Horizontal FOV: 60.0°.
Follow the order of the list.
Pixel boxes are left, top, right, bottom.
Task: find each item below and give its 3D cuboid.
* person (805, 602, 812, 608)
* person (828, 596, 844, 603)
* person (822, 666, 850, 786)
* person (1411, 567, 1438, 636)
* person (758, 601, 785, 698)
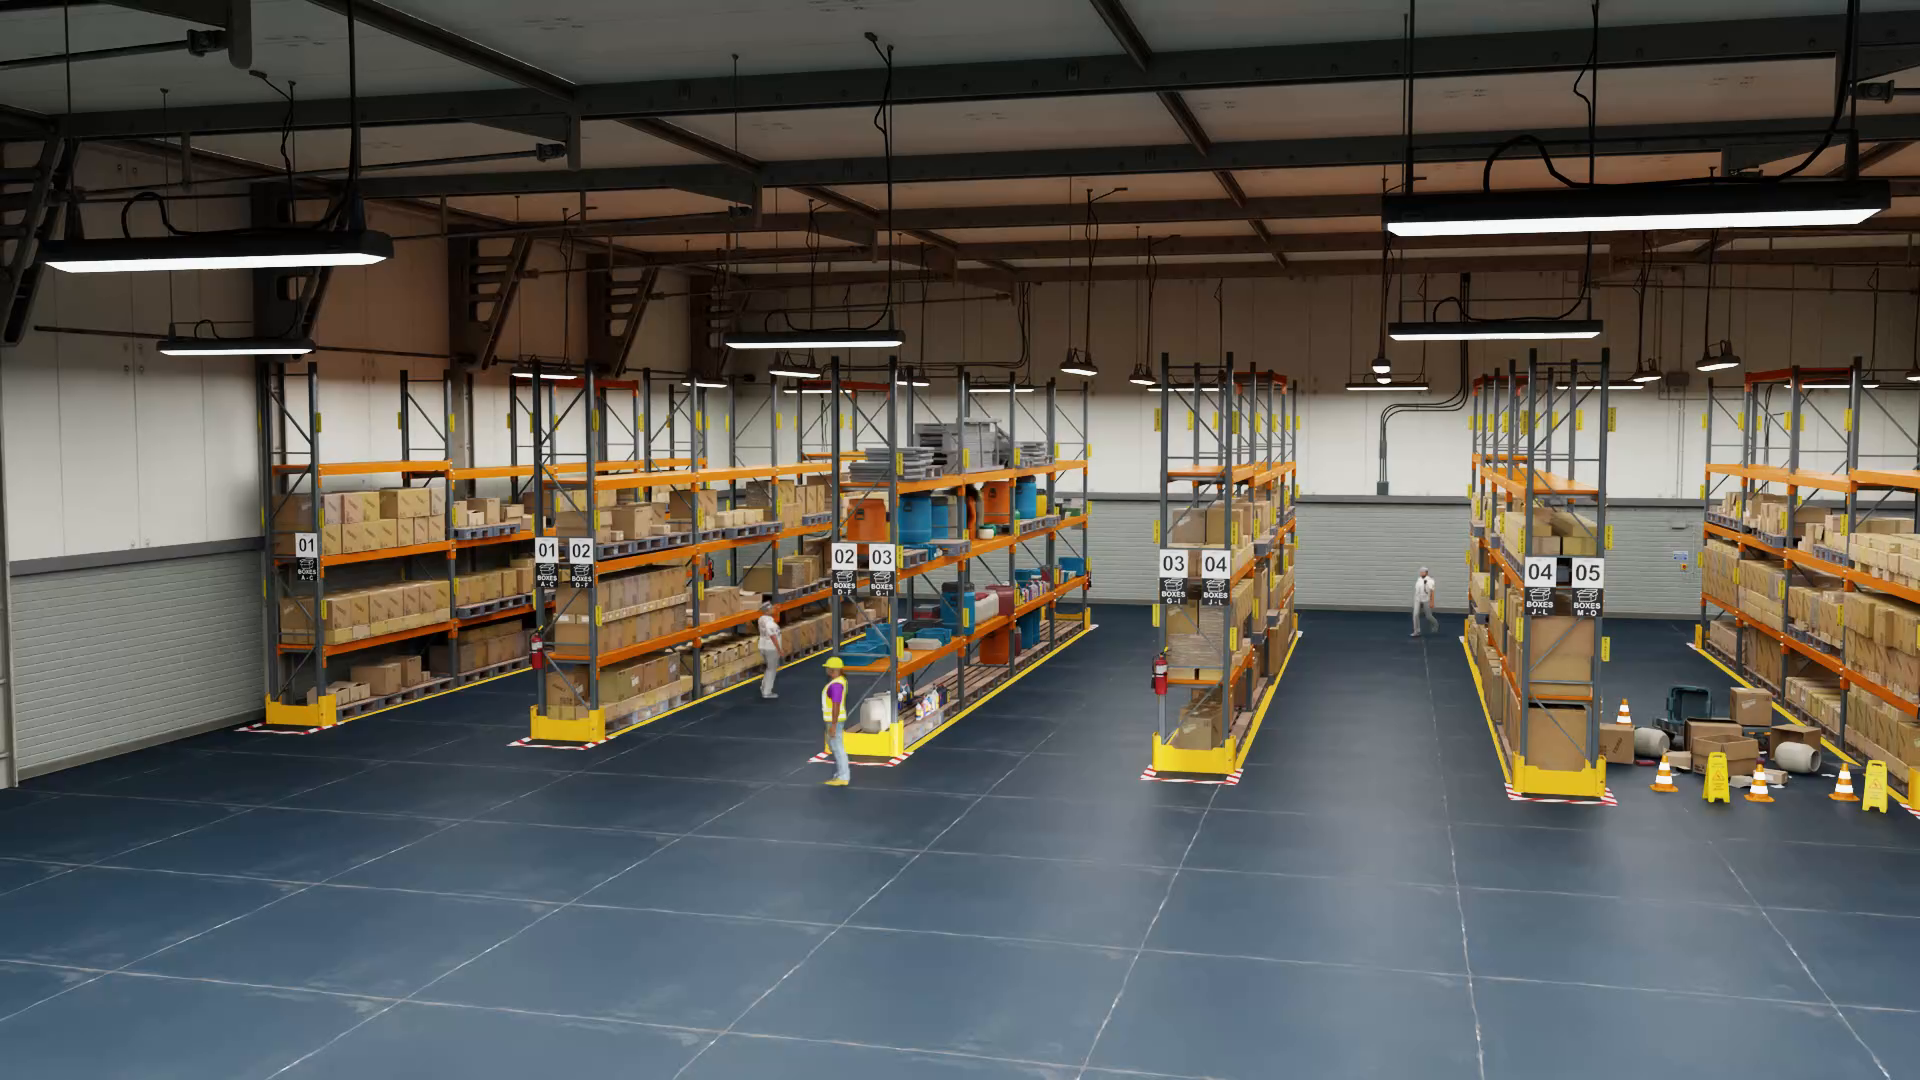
[{"bbox_3d":[-4.162,1.133,43.840,0.577,1.582,0.505,2,4,21],"label":"person"},{"bbox_3d":[-3.222,1.126,43.331,0.655,1.734,0.788,1,4,12],"label":"person"},{"bbox_3d":[-1.721,2.530,22.963,0.380,1.765,0.708,0,4,-7],"label":"person"},{"bbox_3d":[10.923,1.433,39.094,0.534,1.614,0.782,3,5,38],"label":"person"},{"bbox_3d":[-3.409,1.986,30.052,0.487,1.809,0.568,-3,5,-39],"label":"person"}]
